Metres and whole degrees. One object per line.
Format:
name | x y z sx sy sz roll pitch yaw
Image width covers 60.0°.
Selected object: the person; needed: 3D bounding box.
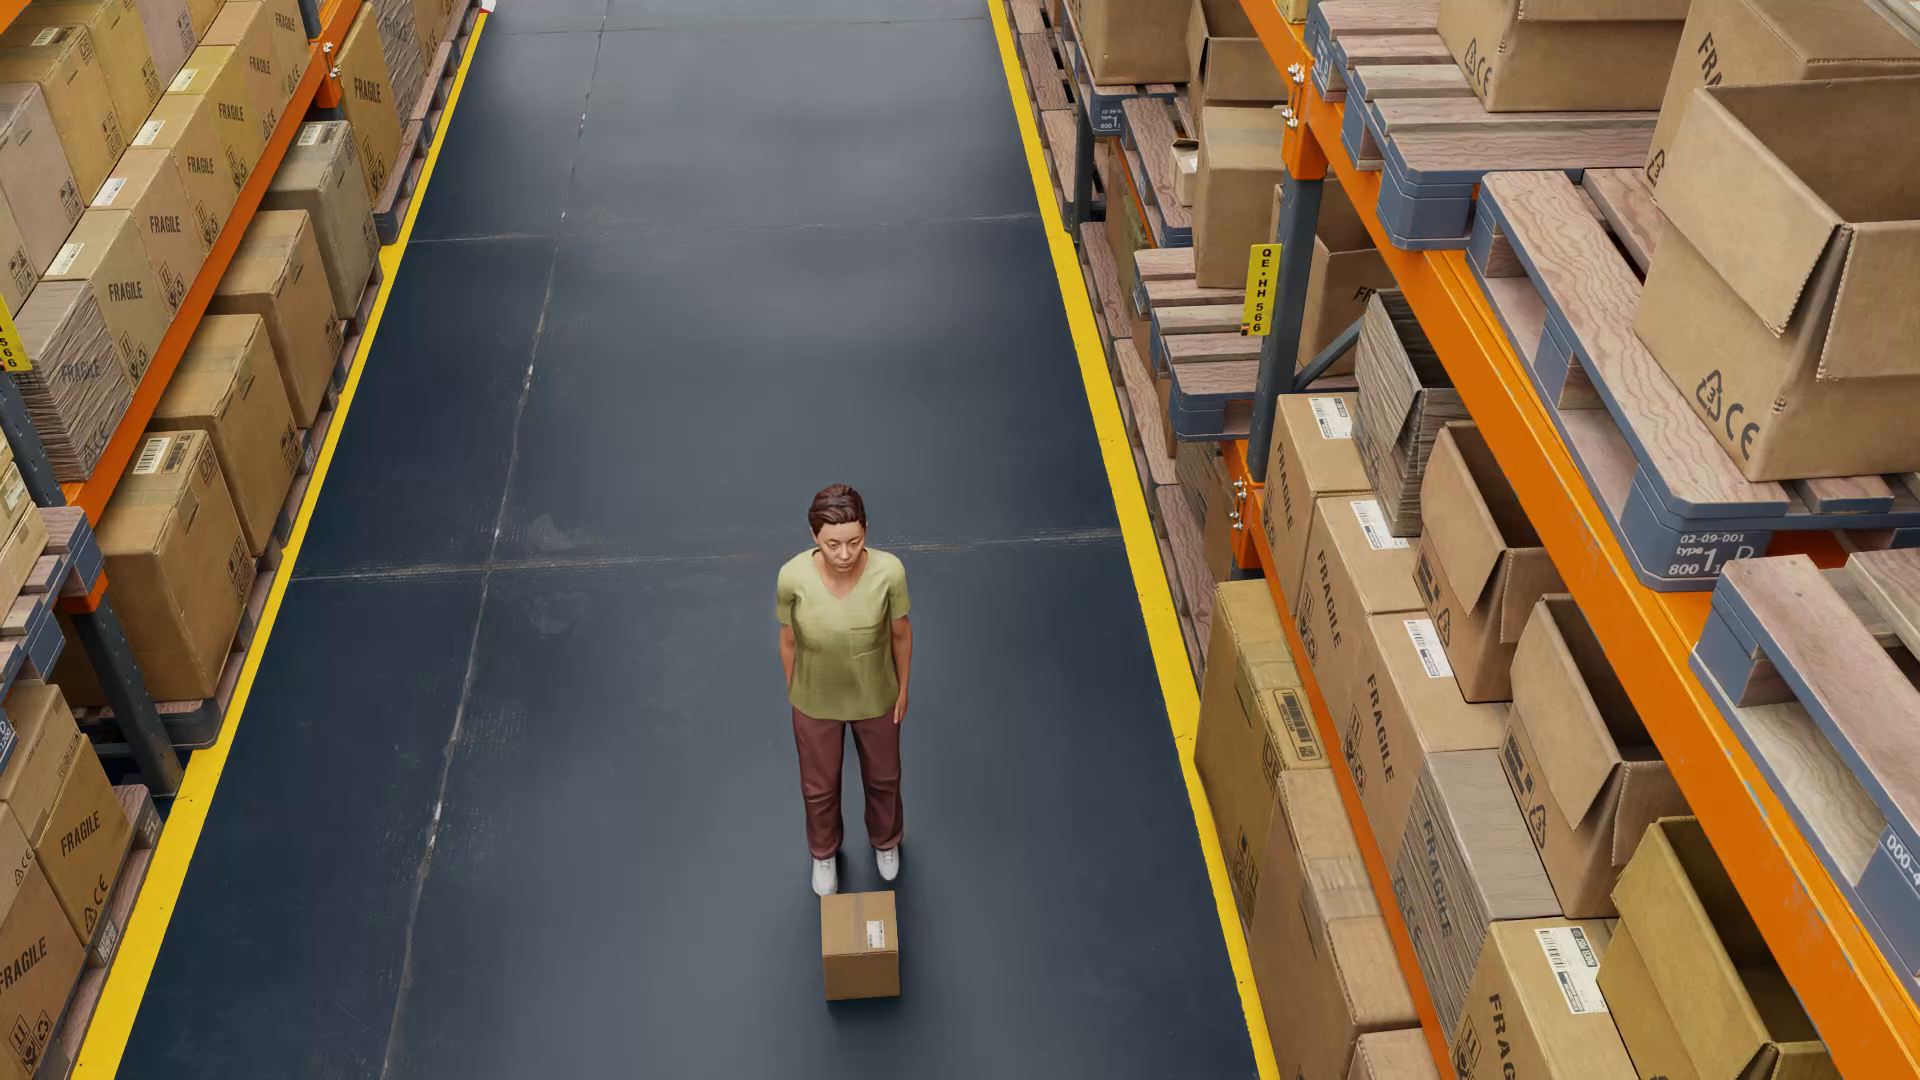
person | -0.371 0.533 5.543 0.439 1.708 0.375 -2 39 -3
